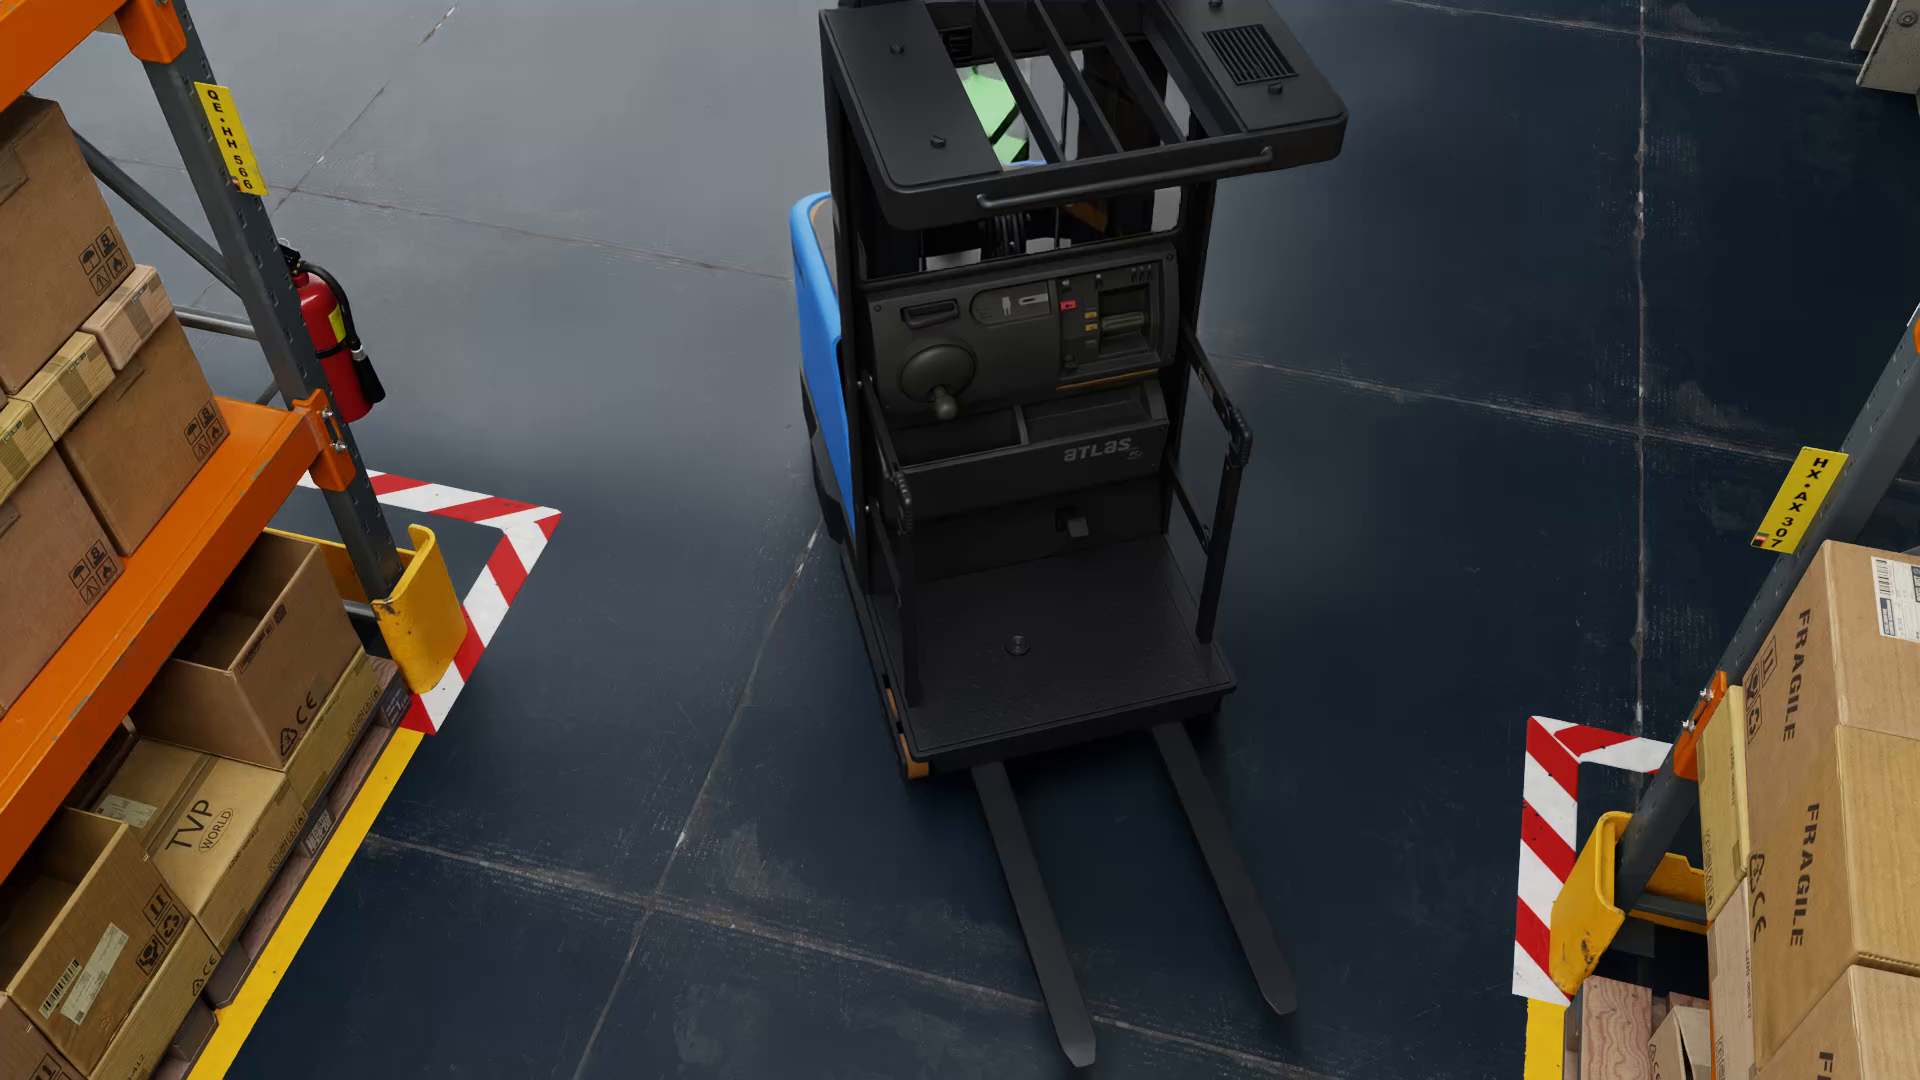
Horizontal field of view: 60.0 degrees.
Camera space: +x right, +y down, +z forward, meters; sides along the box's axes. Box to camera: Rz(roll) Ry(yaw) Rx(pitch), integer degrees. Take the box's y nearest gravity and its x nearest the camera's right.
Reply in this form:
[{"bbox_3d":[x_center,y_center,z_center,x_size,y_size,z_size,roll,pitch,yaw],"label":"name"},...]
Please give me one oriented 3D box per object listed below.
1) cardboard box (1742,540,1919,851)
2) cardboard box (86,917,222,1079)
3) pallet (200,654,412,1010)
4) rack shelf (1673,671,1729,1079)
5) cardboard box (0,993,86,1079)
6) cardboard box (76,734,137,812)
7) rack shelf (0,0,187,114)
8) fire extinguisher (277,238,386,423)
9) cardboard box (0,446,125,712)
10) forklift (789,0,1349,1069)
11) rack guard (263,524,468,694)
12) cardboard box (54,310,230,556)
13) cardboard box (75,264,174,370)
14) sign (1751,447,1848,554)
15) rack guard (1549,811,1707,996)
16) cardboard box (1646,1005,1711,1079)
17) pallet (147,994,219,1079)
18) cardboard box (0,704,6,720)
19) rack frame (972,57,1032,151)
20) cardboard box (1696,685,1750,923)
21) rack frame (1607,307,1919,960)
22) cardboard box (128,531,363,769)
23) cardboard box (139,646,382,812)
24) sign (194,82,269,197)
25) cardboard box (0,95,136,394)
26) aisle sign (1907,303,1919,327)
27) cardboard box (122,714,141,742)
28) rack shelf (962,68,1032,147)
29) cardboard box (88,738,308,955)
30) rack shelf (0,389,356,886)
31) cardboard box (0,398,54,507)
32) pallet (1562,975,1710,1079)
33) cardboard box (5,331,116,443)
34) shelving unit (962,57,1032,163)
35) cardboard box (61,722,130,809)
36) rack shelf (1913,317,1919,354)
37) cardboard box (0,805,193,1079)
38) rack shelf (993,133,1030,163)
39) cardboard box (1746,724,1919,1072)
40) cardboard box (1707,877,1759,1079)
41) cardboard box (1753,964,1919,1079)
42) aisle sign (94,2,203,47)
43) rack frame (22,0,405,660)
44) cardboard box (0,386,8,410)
[{"bbox_3d":[2.000,0.389,3.493,0.500,0.500,0.500,12,50,10],"label":"cardboard box"},{"bbox_3d":[-2.471,1.276,4.677,0.500,0.250,0.500,12,50,10],"label":"cardboard box"},{"bbox_3d":[-2.526,0.817,5.388,1.003,0.211,1.213,12,50,10],"label":"pallet"},{"bbox_3d":[1.889,1.992,2.971,1.077,0.370,4.000,12,50,10],"label":"rack shelf"},{"bbox_3d":[-2.601,1.390,4.076,0.500,0.500,0.500,12,50,10],"label":"cardboard box"},{"bbox_3d":[-2.849,0.810,5.088,0.500,0.250,0.500,12,50,10],"label":"cardboard box"},{"bbox_3d":[-2.891,0.025,2.706,1.077,0.370,4.000,12,50,10],"label":"rack shelf"},{"bbox_3d":[-1.886,-0.635,4.862,0.296,0.674,0.183,12,50,10],"label":"fire extinguisher"},{"bbox_3d":[-2.634,0.016,4.169,0.700,0.500,0.500,13,50,11],"label":"cardboard box"},{"bbox_3d":[0.255,-0.505,4.741,1.130,2.935,3.031,-11,50,-10],"label":"forklift"},{"bbox_3d":[-2.359,0.143,5.791,1.175,0.500,0.348,12,50,10],"label":"rack guard"},{"bbox_3d":[-2.500,-0.365,4.505,0.700,0.500,0.500,12,50,10],"label":"cardboard box"},{"bbox_3d":[-2.282,-0.601,4.280,0.380,0.149,0.250,11,49,9],"label":"cardboard box"},{"bbox_3d":[1.892,-0.086,3.748,0.100,0.325,0.005,12,50,10],"label":"sign"},{"bbox_3d":[2.395,1.190,4.866,1.175,0.500,0.348,12,50,10],"label":"rack guard"},{"bbox_3d":[2.146,1.535,4.395,0.500,0.311,0.500,7,49,6],"label":"cardboard box"},{"bbox_3d":[-2.849,1.697,4.612,1.003,0.211,1.213,12,50,10],"label":"pallet"},{"bbox_3d":[-2.770,0.374,3.853,0.700,0.500,0.500,12,50,10],"label":"cardboard box"},{"bbox_3d":[0.159,-1.459,6.738,0.240,1.200,0.015,19,51,16],"label":"rack frame"},{"bbox_3d":[1.980,0.641,3.770,0.500,0.250,0.500,10,49,9],"label":"cardboard box"},{"bbox_3d":[2.415,0.308,3.978,1.000,3.000,0.127,12,50,10],"label":"rack frame"},{"bbox_3d":[-2.219,0.302,5.036,0.500,0.500,0.500,12,50,10],"label":"cardboard box"},{"bbox_3d":[-2.221,0.550,5.318,0.500,0.250,0.500,12,50,10],"label":"cardboard box"},{"bbox_3d":[-1.845,-1.012,4.212,0.100,0.325,0.005,12,50,10],"label":"sign"},{"bbox_3d":[-2.514,-0.756,3.985,0.700,0.500,0.500,12,50,10],"label":"cardboard box"},{"bbox_3d":[2.145,-0.664,3.101,0.394,0.787,0.004,12,50,10],"label":"aisle sign"},{"bbox_3d":[-2.721,0.448,5.408,0.500,0.250,0.500,12,50,10],"label":"cardboard box"},{"bbox_3d":[0.056,-1.569,6.280,0.258,0.148,0.480,19,51,16],"label":"rack shelf"},{"bbox_3d":[-2.341,0.914,4.997,0.500,0.250,0.500,12,50,10],"label":"cardboard box"},{"bbox_3d":[-2.891,1.018,3.831,1.077,0.370,4.000,12,50,10],"label":"rack shelf"},{"bbox_3d":[-2.416,-0.226,3.950,0.380,0.149,0.250,11,49,9],"label":"cardboard box"},{"bbox_3d":[2.147,1.866,4.462,1.003,0.211,1.213,12,50,10],"label":"pallet"},{"bbox_3d":[-2.349,-0.411,4.113,0.380,0.149,0.250,13,50,11],"label":"cardboard box"},{"bbox_3d":[0.056,-1.294,6.592,0.258,1.200,0.503,19,51,16],"label":"shelving unit"},{"bbox_3d":[-2.850,0.562,4.807,0.500,0.500,0.500,12,50,10],"label":"cardboard box"},{"bbox_3d":[1.889,1.000,1.846,1.077,0.370,4.000,12,50,10],"label":"rack shelf"},{"bbox_3d":[-2.468,1.028,4.395,0.500,0.500,0.500,12,50,10],"label":"cardboard box"},{"bbox_3d":[0.056,-1.410,6.460,0.258,0.148,0.480,19,51,16],"label":"rack shelf"},{"bbox_3d":[1.860,0.744,3.179,0.500,0.500,0.500,12,50,10],"label":"cardboard box"},{"bbox_3d":[1.857,1.019,3.436,0.500,0.250,0.500,10,49,9],"label":"cardboard box"},{"bbox_3d":[1.718,1.117,2.850,0.500,0.500,0.500,10,49,9],"label":"cardboard box"},{"bbox_3d":[-2.064,-1.517,3.854,0.394,0.787,0.004,12,50,10],"label":"aisle sign"},{"bbox_3d":[-2.365,-0.667,4.838,1.000,3.000,0.127,12,50,10],"label":"rack frame"},{"bbox_3d":[-2.647,-0.375,3.648,0.700,0.500,0.500,10,49,9],"label":"cardboard box"}]
